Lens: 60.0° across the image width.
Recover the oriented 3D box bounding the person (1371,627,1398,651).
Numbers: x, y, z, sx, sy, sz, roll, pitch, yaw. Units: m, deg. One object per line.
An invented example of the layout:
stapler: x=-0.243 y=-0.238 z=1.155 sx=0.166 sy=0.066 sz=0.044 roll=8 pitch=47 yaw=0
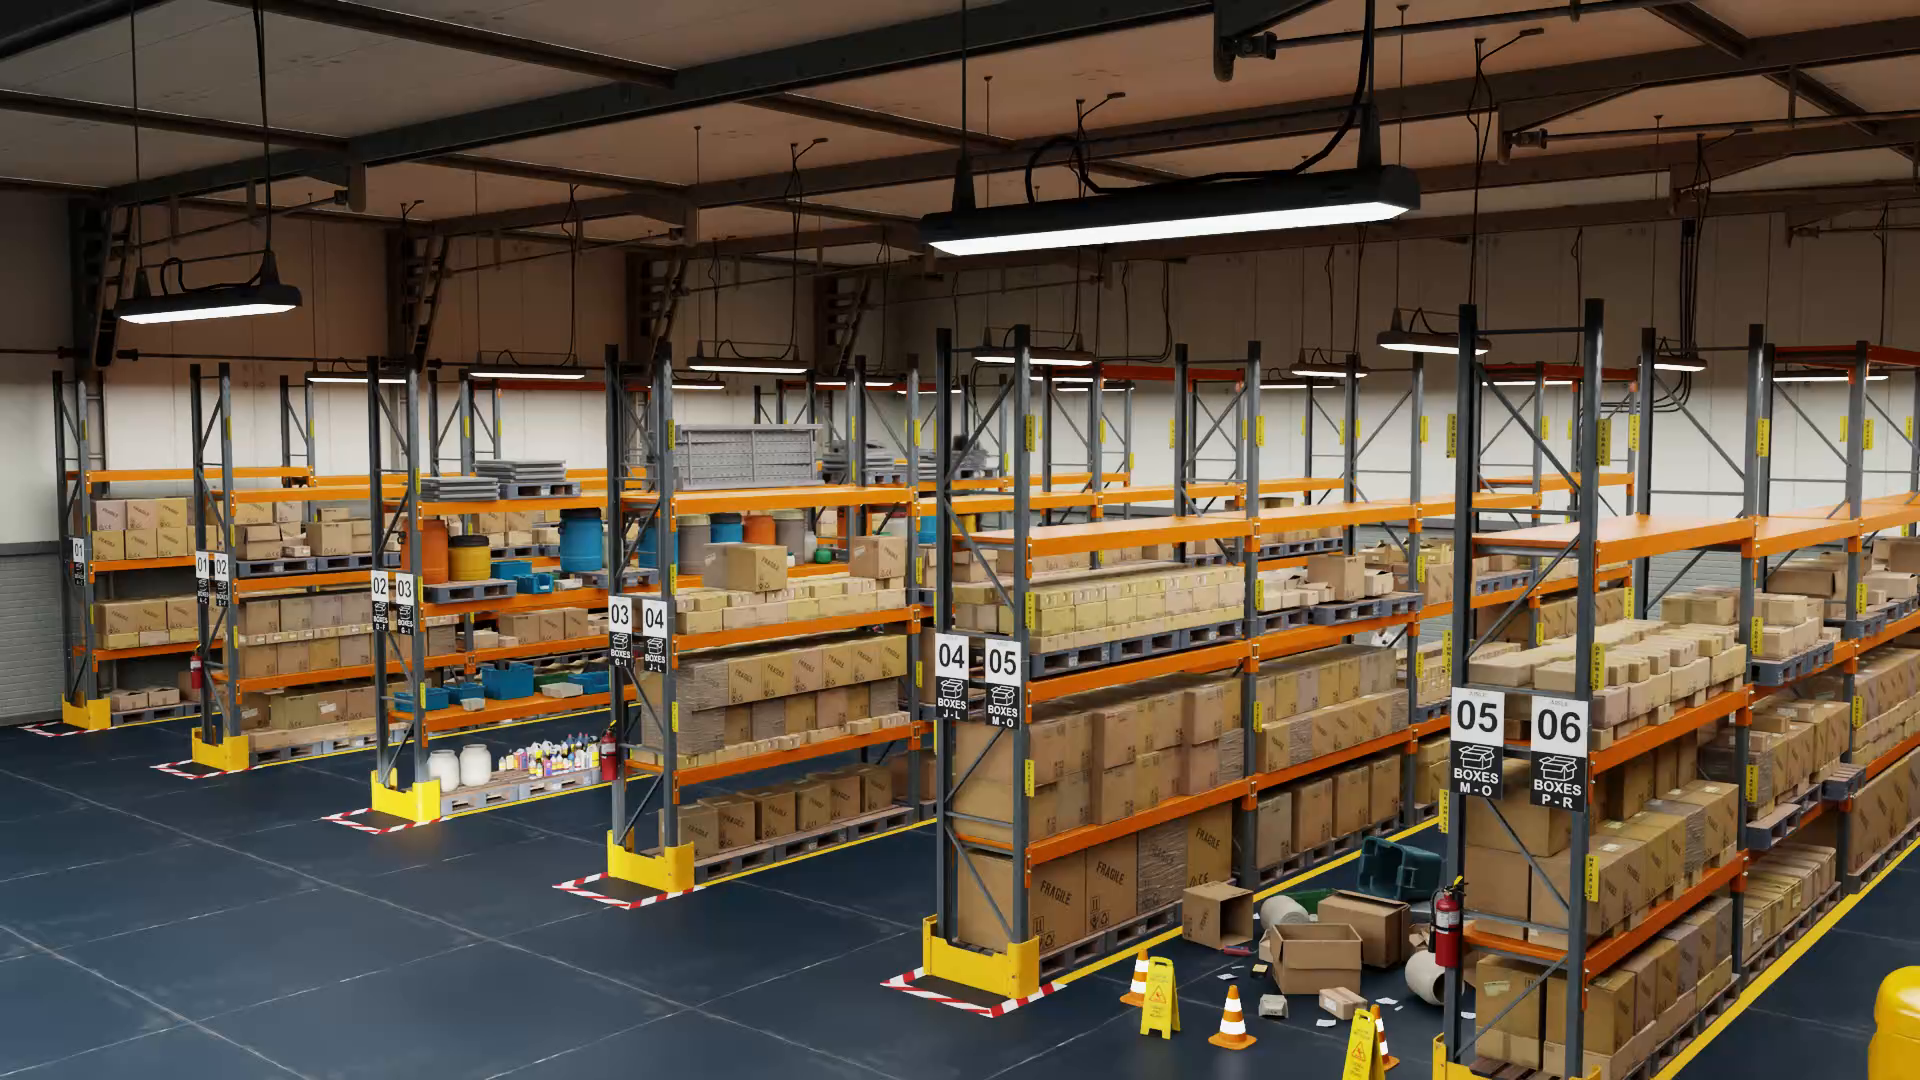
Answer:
person: x=7.355 y=2.216 z=28.981 sx=0.791 sy=1.708 sz=0.647 roll=-4 pitch=6 yaw=-42
